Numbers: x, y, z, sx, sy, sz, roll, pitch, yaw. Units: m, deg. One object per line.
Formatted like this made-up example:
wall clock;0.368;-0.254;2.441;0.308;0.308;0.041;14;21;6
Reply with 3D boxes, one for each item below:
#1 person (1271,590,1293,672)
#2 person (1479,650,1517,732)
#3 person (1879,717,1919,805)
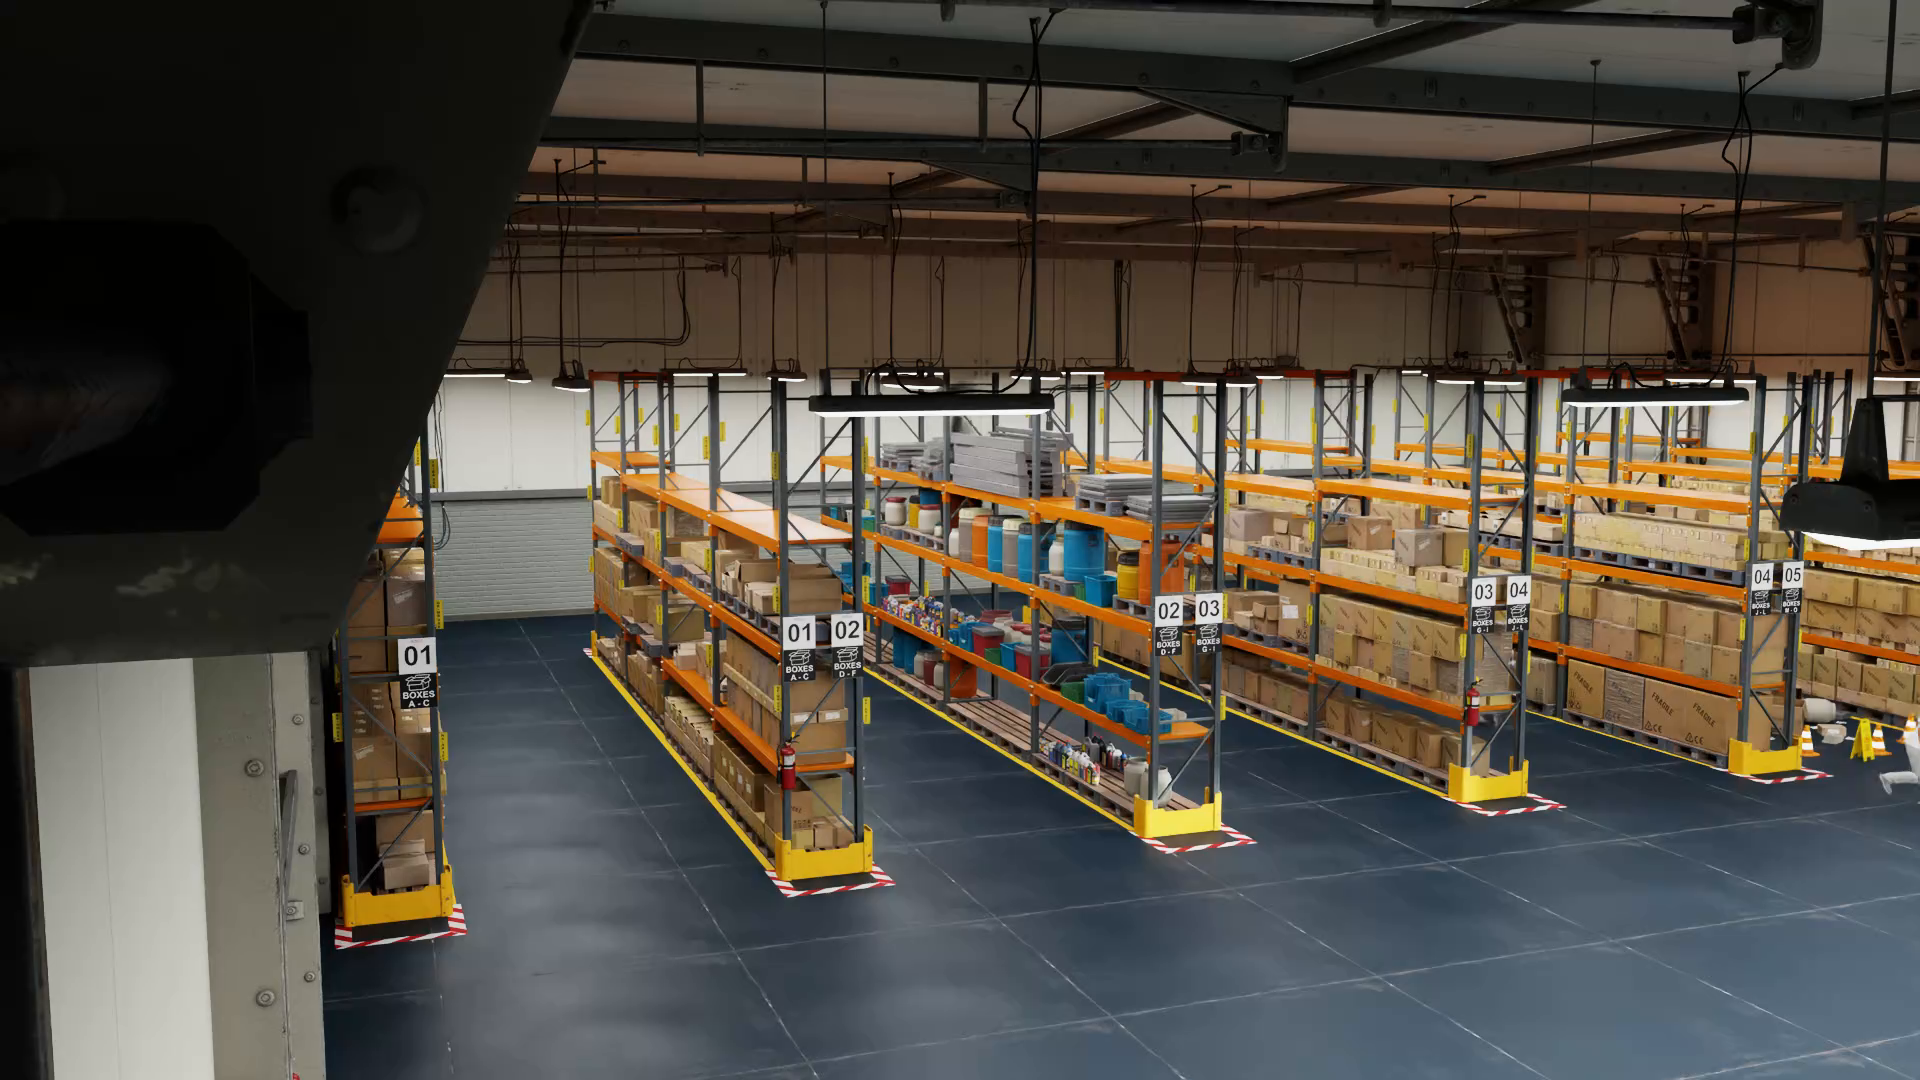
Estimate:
person;6.282;1.833;32.554;0.680;1.848;0.825;-3;7;-23
person;9.037;2.377;28.127;0.603;1.661;0.892;-3;7;-26
person;13.423;2.971;23.323;0.915;1.621;0.607;2;7;18
